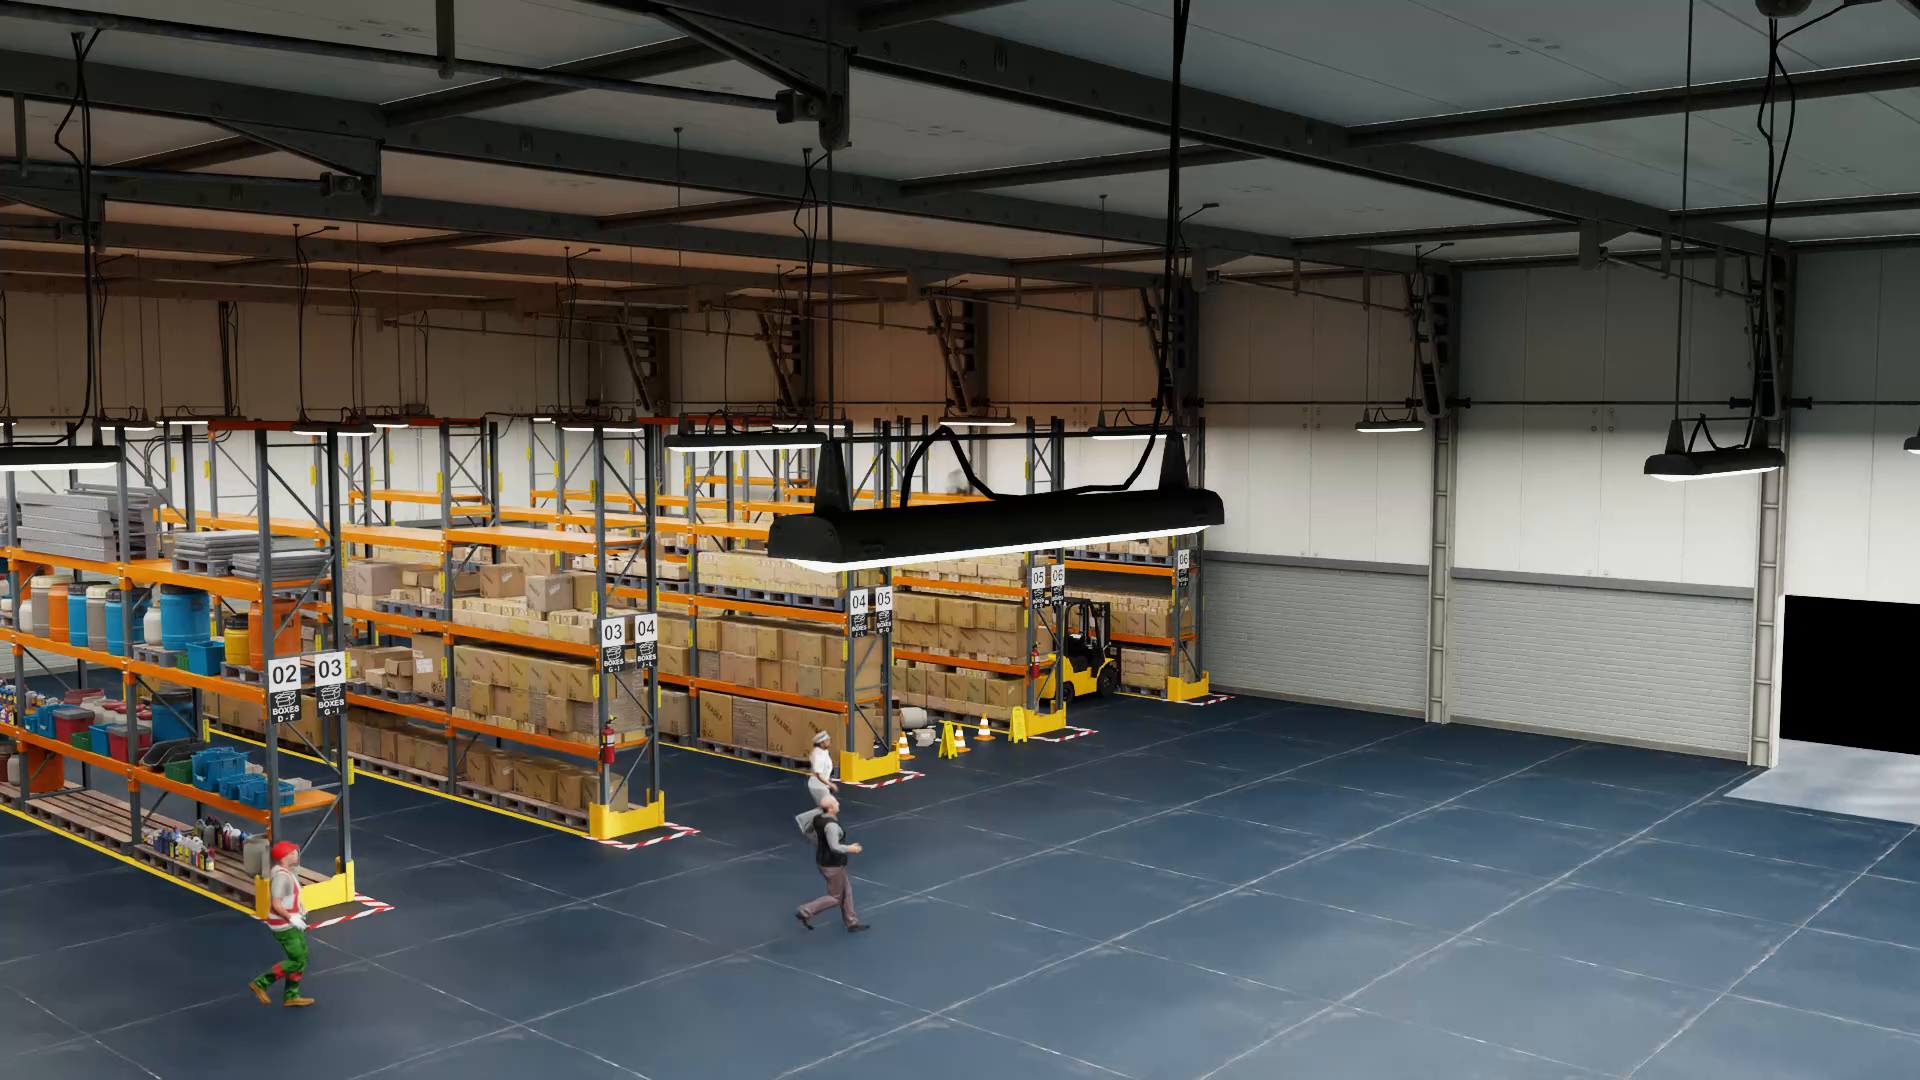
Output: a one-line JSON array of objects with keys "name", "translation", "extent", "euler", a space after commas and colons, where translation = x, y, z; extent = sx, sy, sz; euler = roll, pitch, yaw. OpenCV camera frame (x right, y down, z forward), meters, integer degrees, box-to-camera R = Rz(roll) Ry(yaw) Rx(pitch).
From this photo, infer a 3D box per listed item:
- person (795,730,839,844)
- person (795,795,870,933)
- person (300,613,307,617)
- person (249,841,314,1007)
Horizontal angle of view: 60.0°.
[{"name": "person", "translation": [-2.040, 3.537, 23.782], "extent": [0.607, 1.672, 0.591], "euler": [-1, 5, -7]}, {"name": "person", "translation": [-1.514, 3.848, 19.671], "extent": [0.971, 1.686, 0.676], "euler": [-2, 5, -23]}, {"name": "person", "translation": [-15.178, 2.411, 38.341], "extent": [0.763, 1.490, 0.445], "euler": [2, 5, 18]}, {"name": "person", "translation": [-7.084, 4.016, 17.370], "extent": [0.584, 1.761, 0.681], "euler": [-2, 5, -24]}]
